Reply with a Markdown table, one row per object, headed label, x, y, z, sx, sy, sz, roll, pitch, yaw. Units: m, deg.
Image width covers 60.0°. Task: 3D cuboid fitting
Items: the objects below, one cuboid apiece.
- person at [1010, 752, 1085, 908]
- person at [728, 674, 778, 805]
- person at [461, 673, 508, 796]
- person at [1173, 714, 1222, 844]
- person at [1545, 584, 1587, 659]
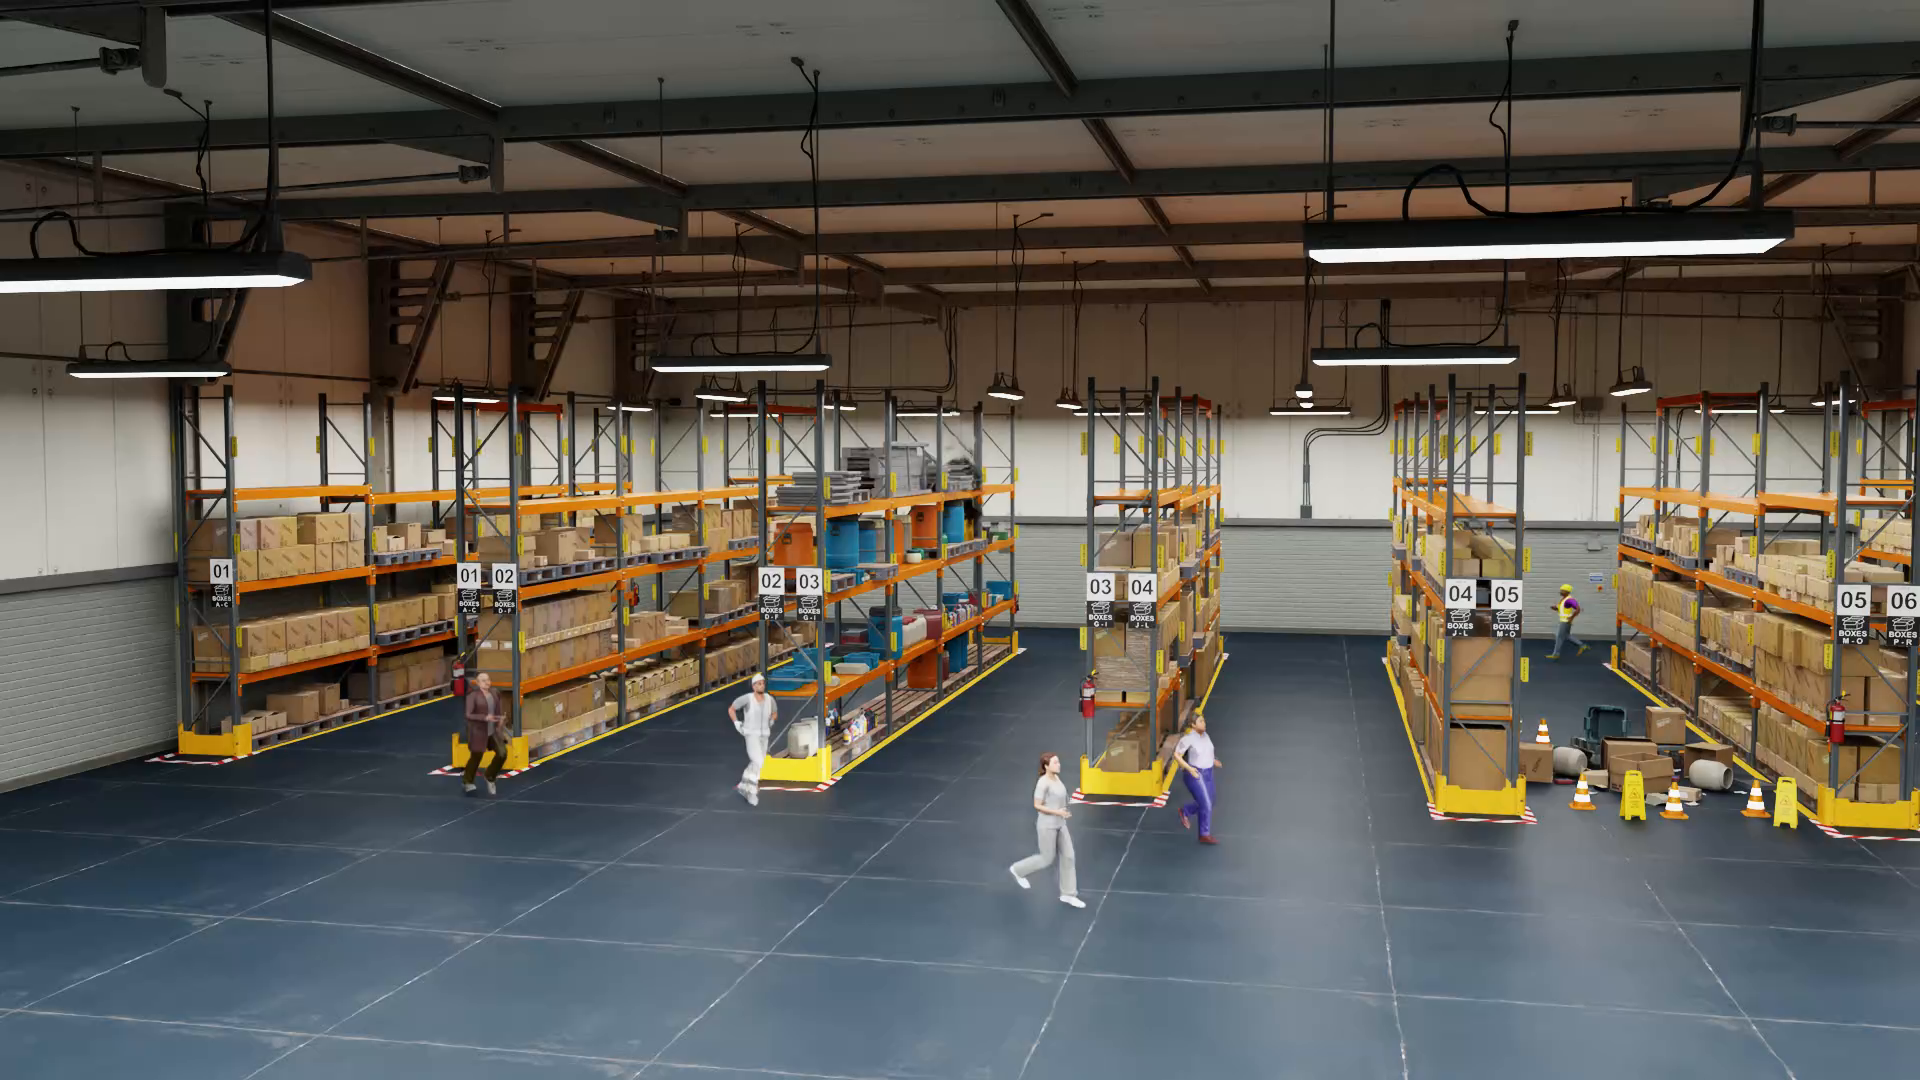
| label | x | y | z | sx | sy | sz | roll | pitch | yaw |
| --- | --- | --- | --- | --- | --- | --- | --- | --- | --- |
| person | 0.975 | 3.151 | 18.263 | 0.922 | 1.672 | 0.568 | 2 | 4 | 34 |
| person | -2.867 | 2.728 | 23.483 | 0.692 | 1.675 | 0.637 | -3 | 4 | -38 |
| person | -6.800 | 2.779 | 23.870 | 0.730 | 1.771 | 0.931 | -3 | 4 | -45 |
| person | 3.010 | 3.012 | 21.176 | 0.617 | 1.605 | 0.758 | -3 | 4 | -43 |
| person | 14.258 | 1.917 | 39.048 | 0.949 | 1.752 | 0.709 | 1 | 3 | 11 |
